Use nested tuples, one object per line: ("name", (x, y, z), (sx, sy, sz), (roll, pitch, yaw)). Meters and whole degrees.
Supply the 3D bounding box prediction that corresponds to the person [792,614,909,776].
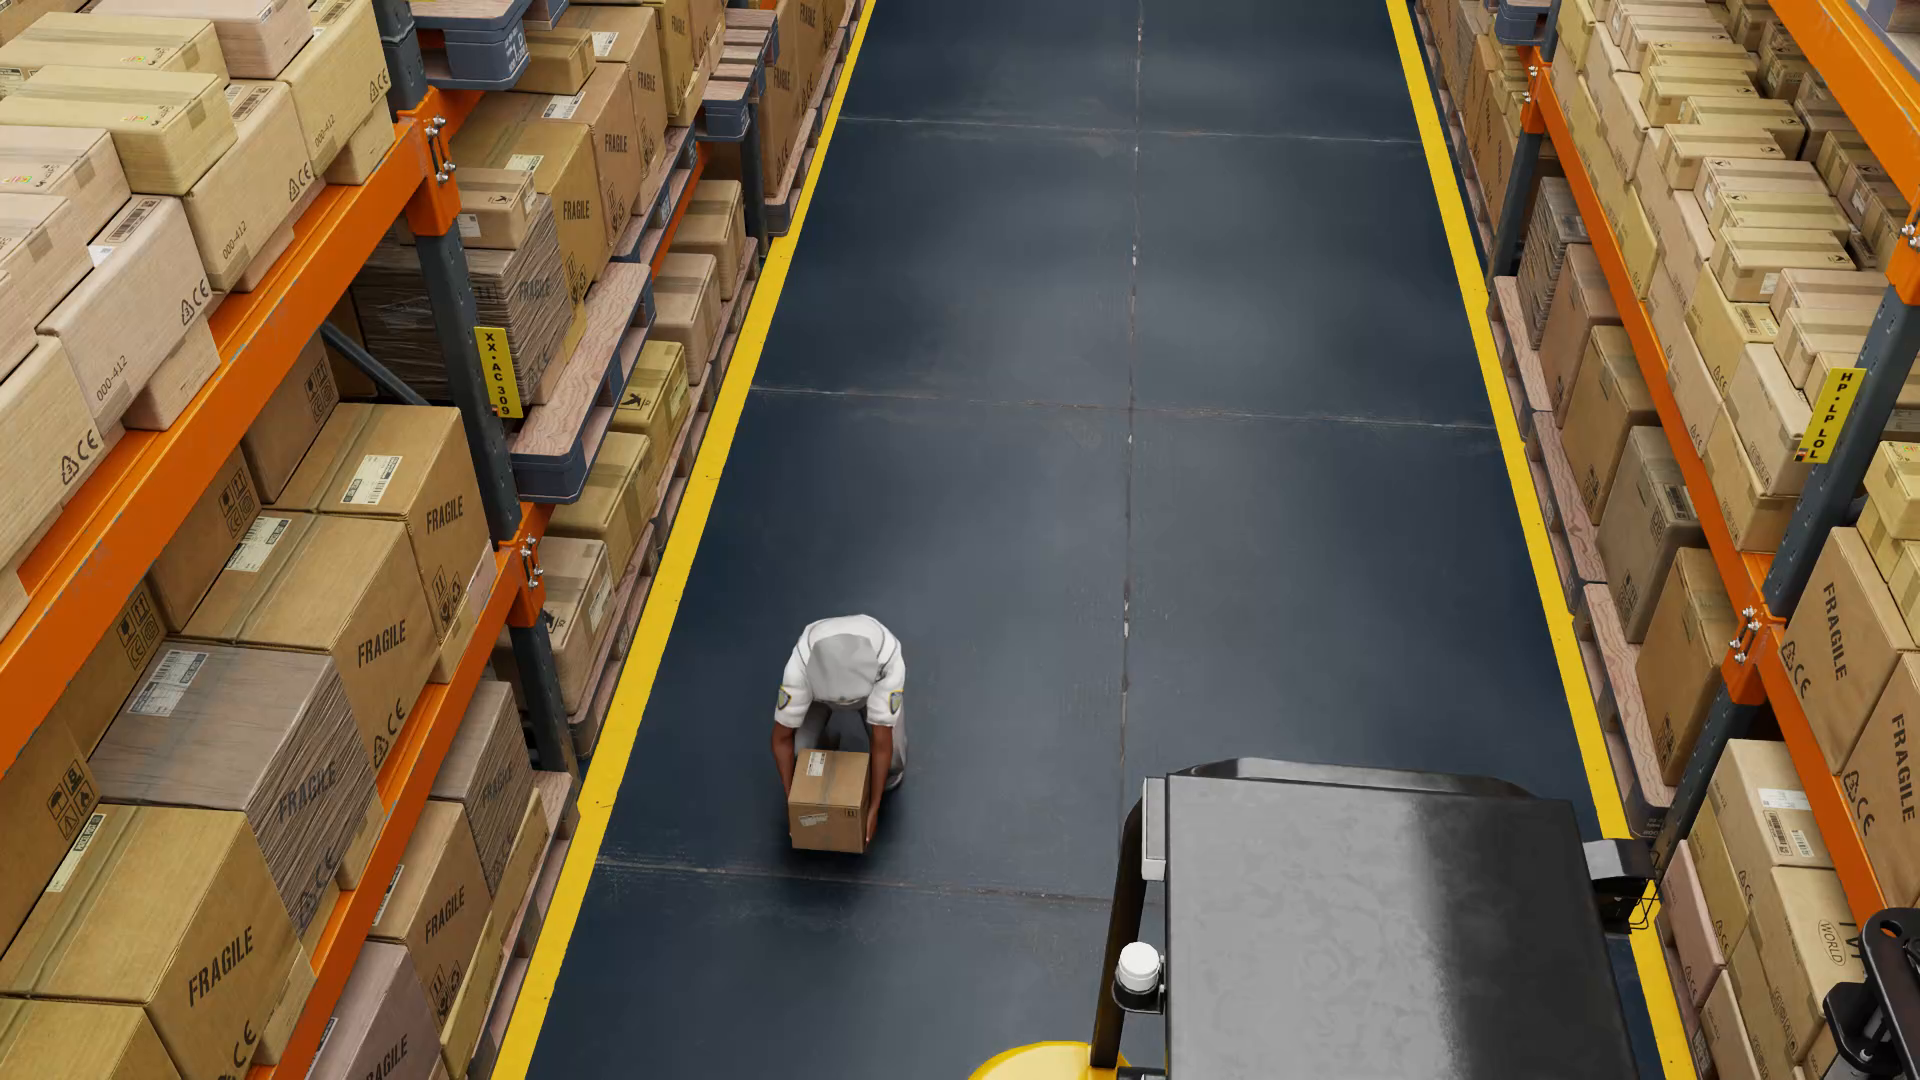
("person", (-0.405, 0.531, 6.144), (0.465, 0.791, 0.579), (3, 40, 3))
